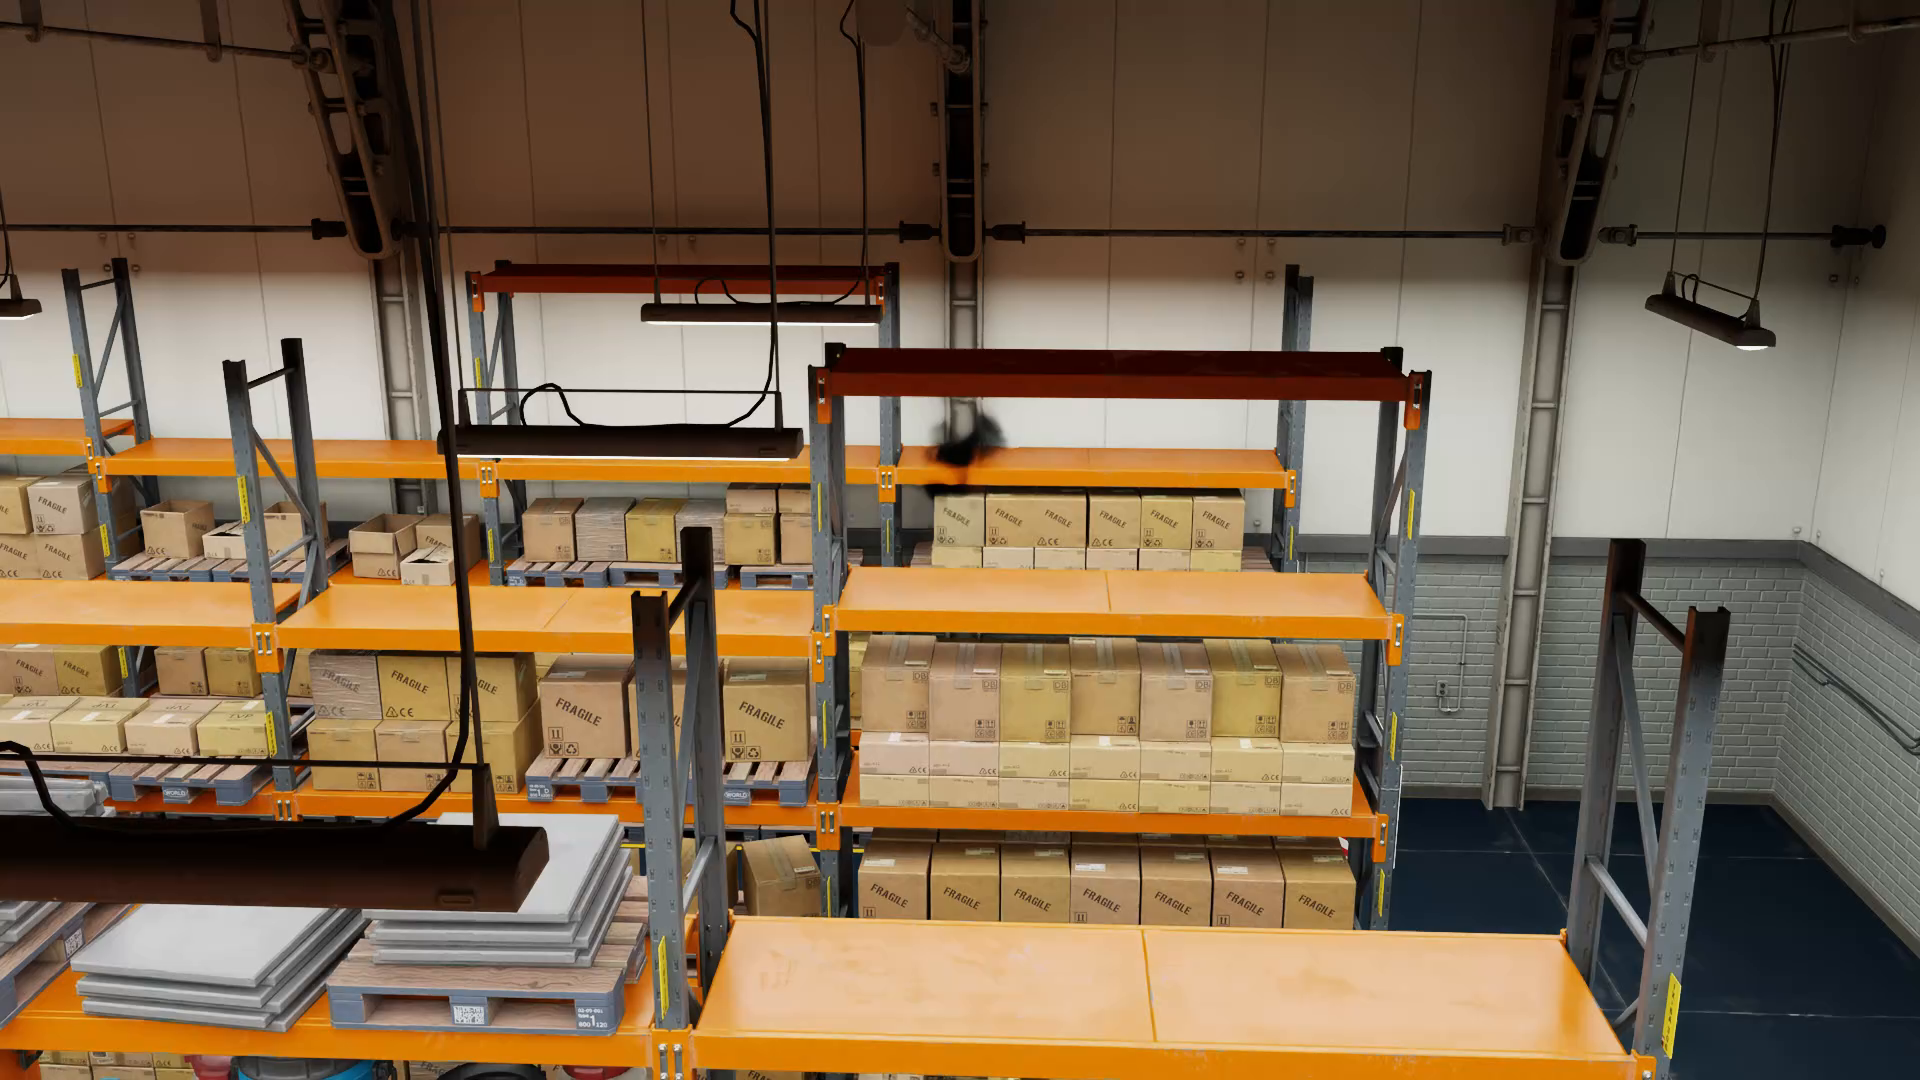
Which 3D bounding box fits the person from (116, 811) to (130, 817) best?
[{"bbox_3d":[-7.962,2.998,15.375,0.756,1.712,0.588,-2,16,-6],"label":"person"}]
